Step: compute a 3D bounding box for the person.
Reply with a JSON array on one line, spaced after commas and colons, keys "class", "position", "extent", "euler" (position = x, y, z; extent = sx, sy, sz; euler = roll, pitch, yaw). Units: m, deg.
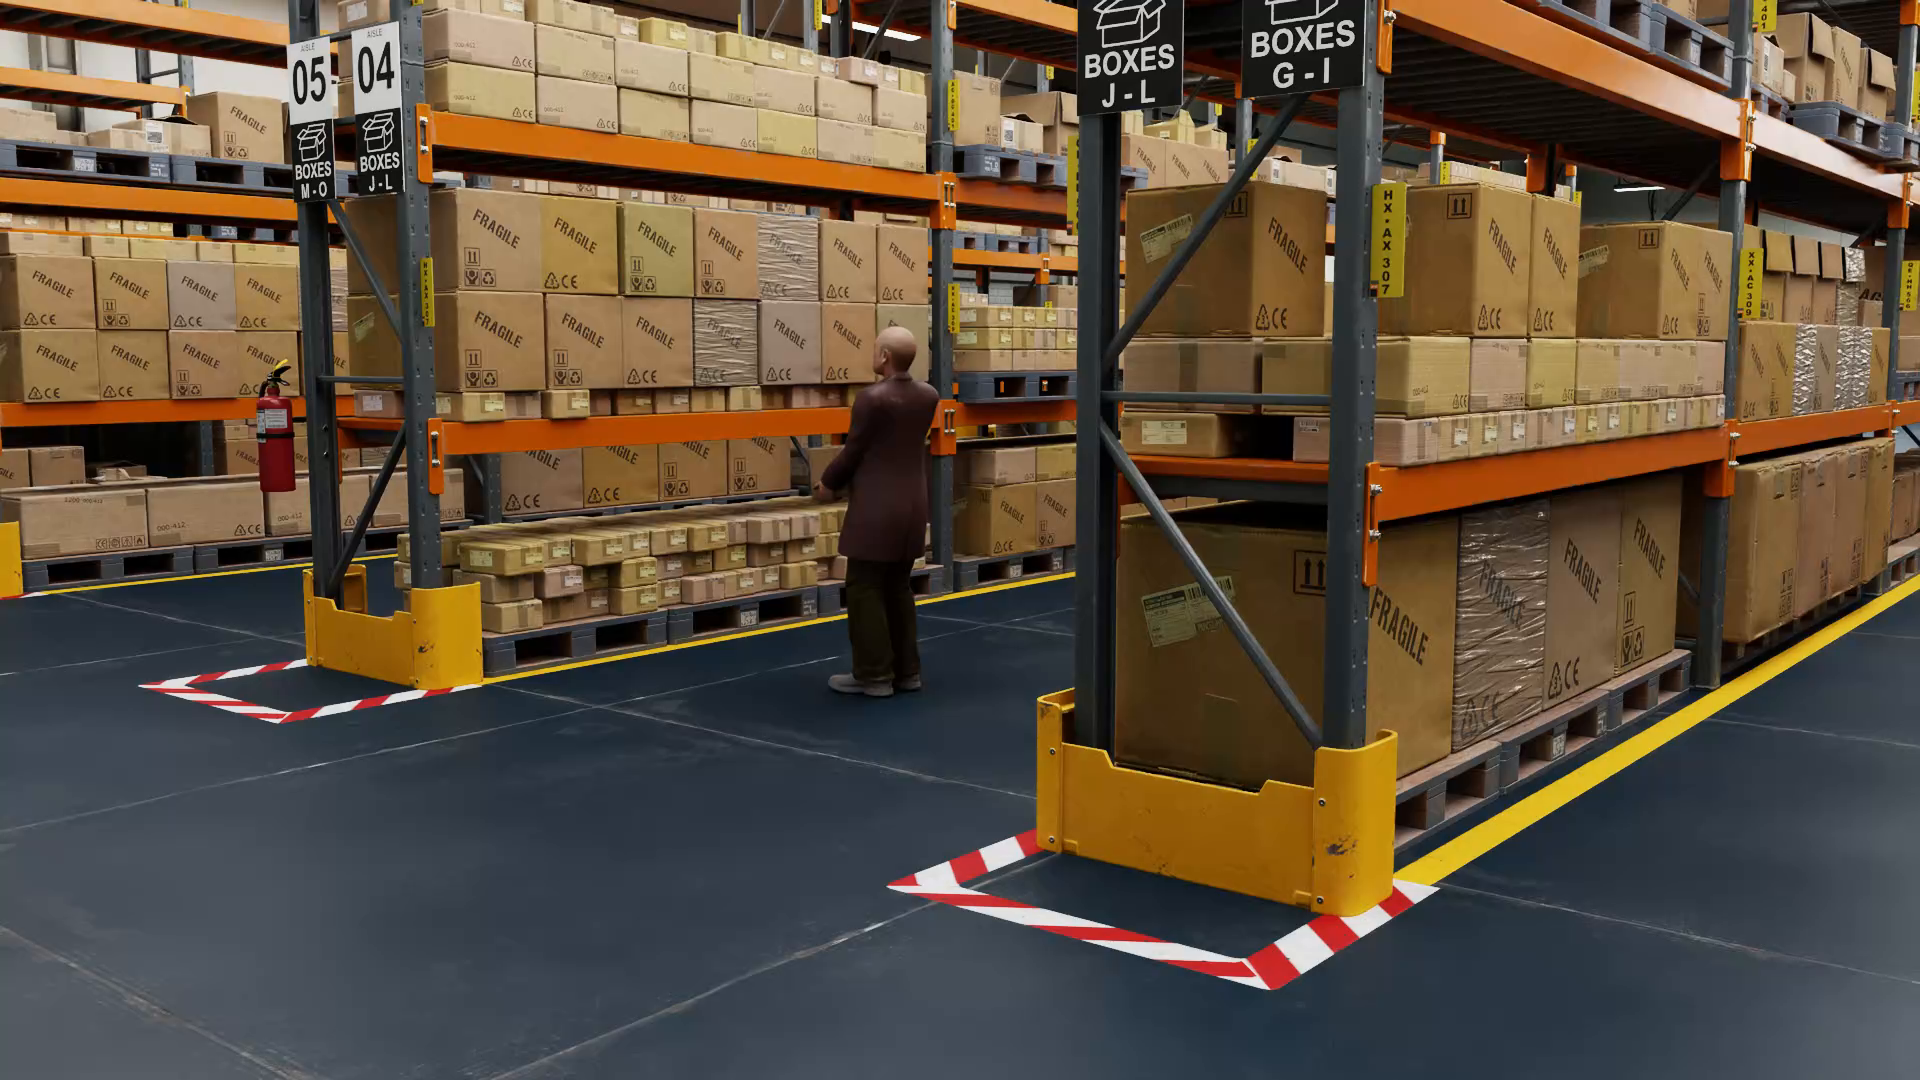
[{"class": "person", "position": [-0.428, -0.143, 8.060], "extent": [0.563, 1.769, 0.527], "euler": [5, 8, 39]}]
